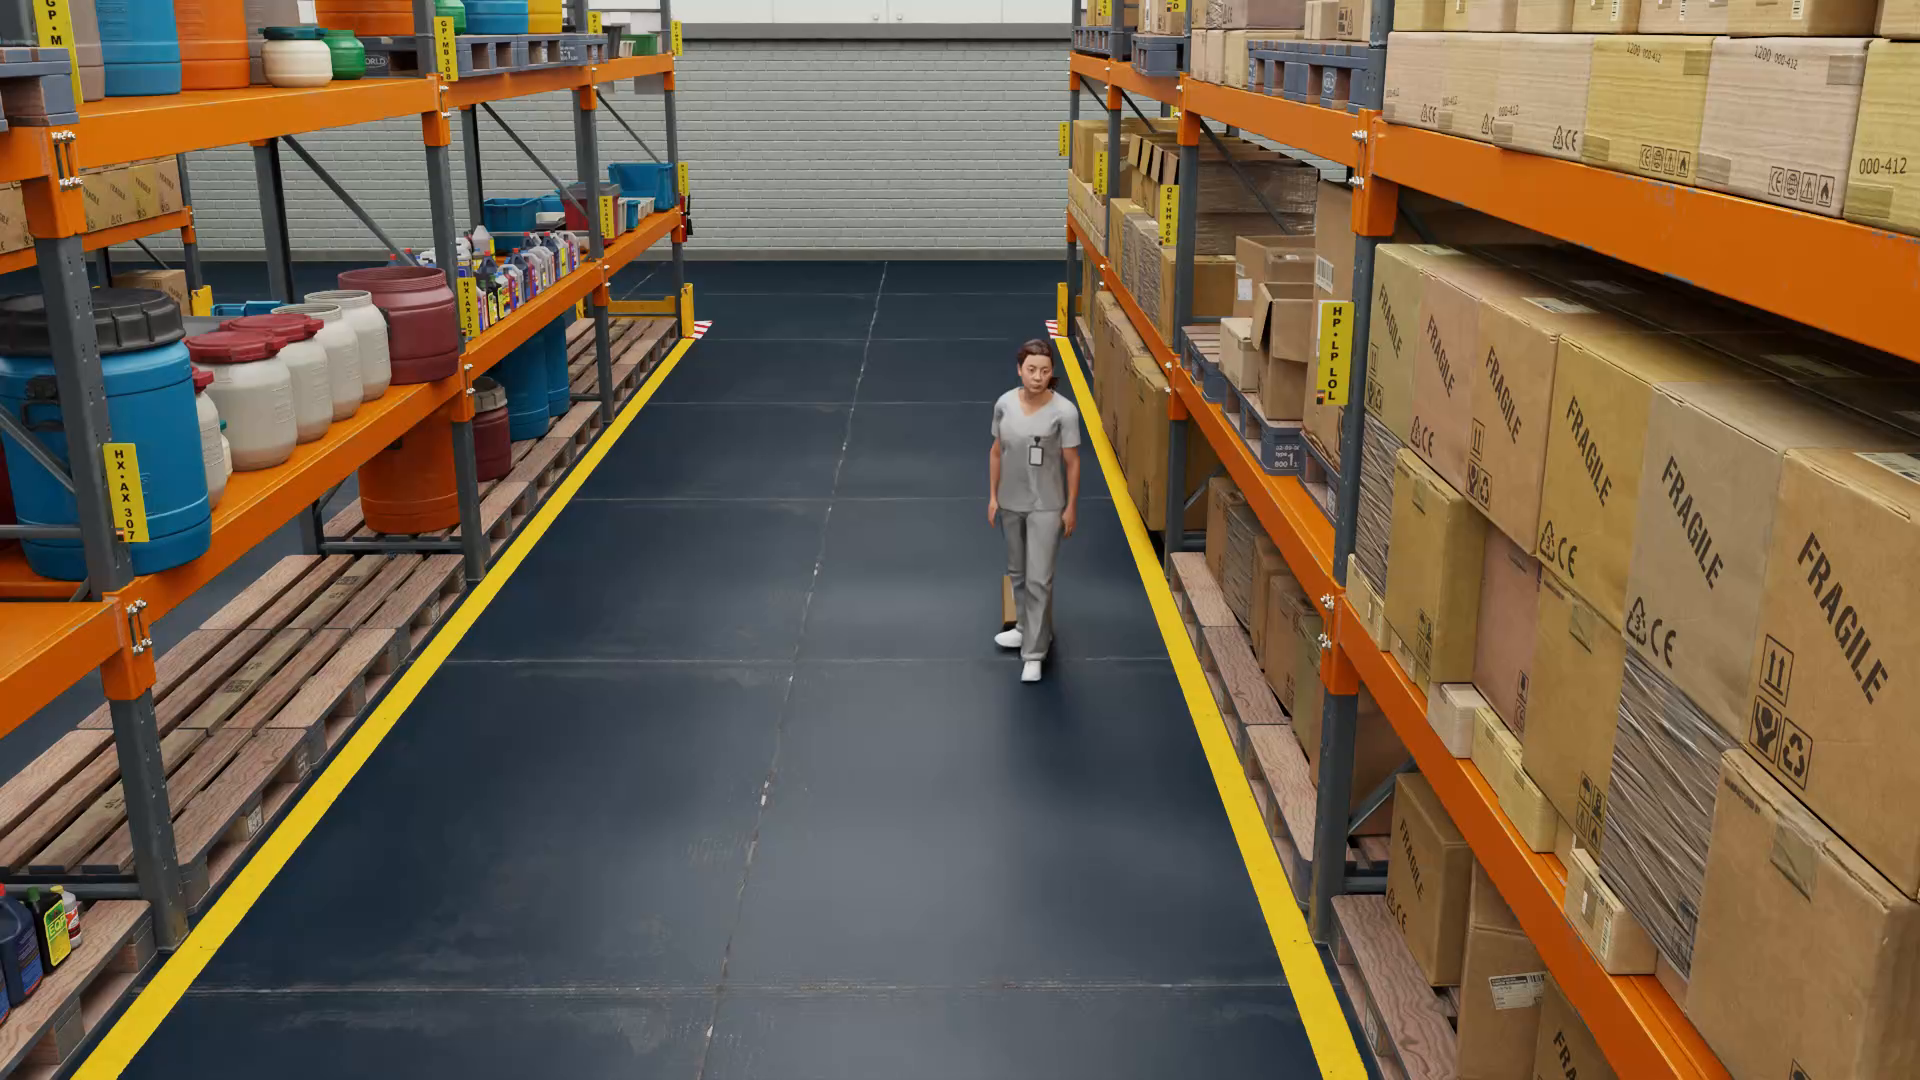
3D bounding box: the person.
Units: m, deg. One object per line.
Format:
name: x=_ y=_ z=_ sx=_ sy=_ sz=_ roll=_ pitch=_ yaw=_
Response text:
person: x=0.361 y=-0.176 z=8.131 sx=0.485 sy=1.661 sz=0.568 roll=9 pitch=19 yaw=27
